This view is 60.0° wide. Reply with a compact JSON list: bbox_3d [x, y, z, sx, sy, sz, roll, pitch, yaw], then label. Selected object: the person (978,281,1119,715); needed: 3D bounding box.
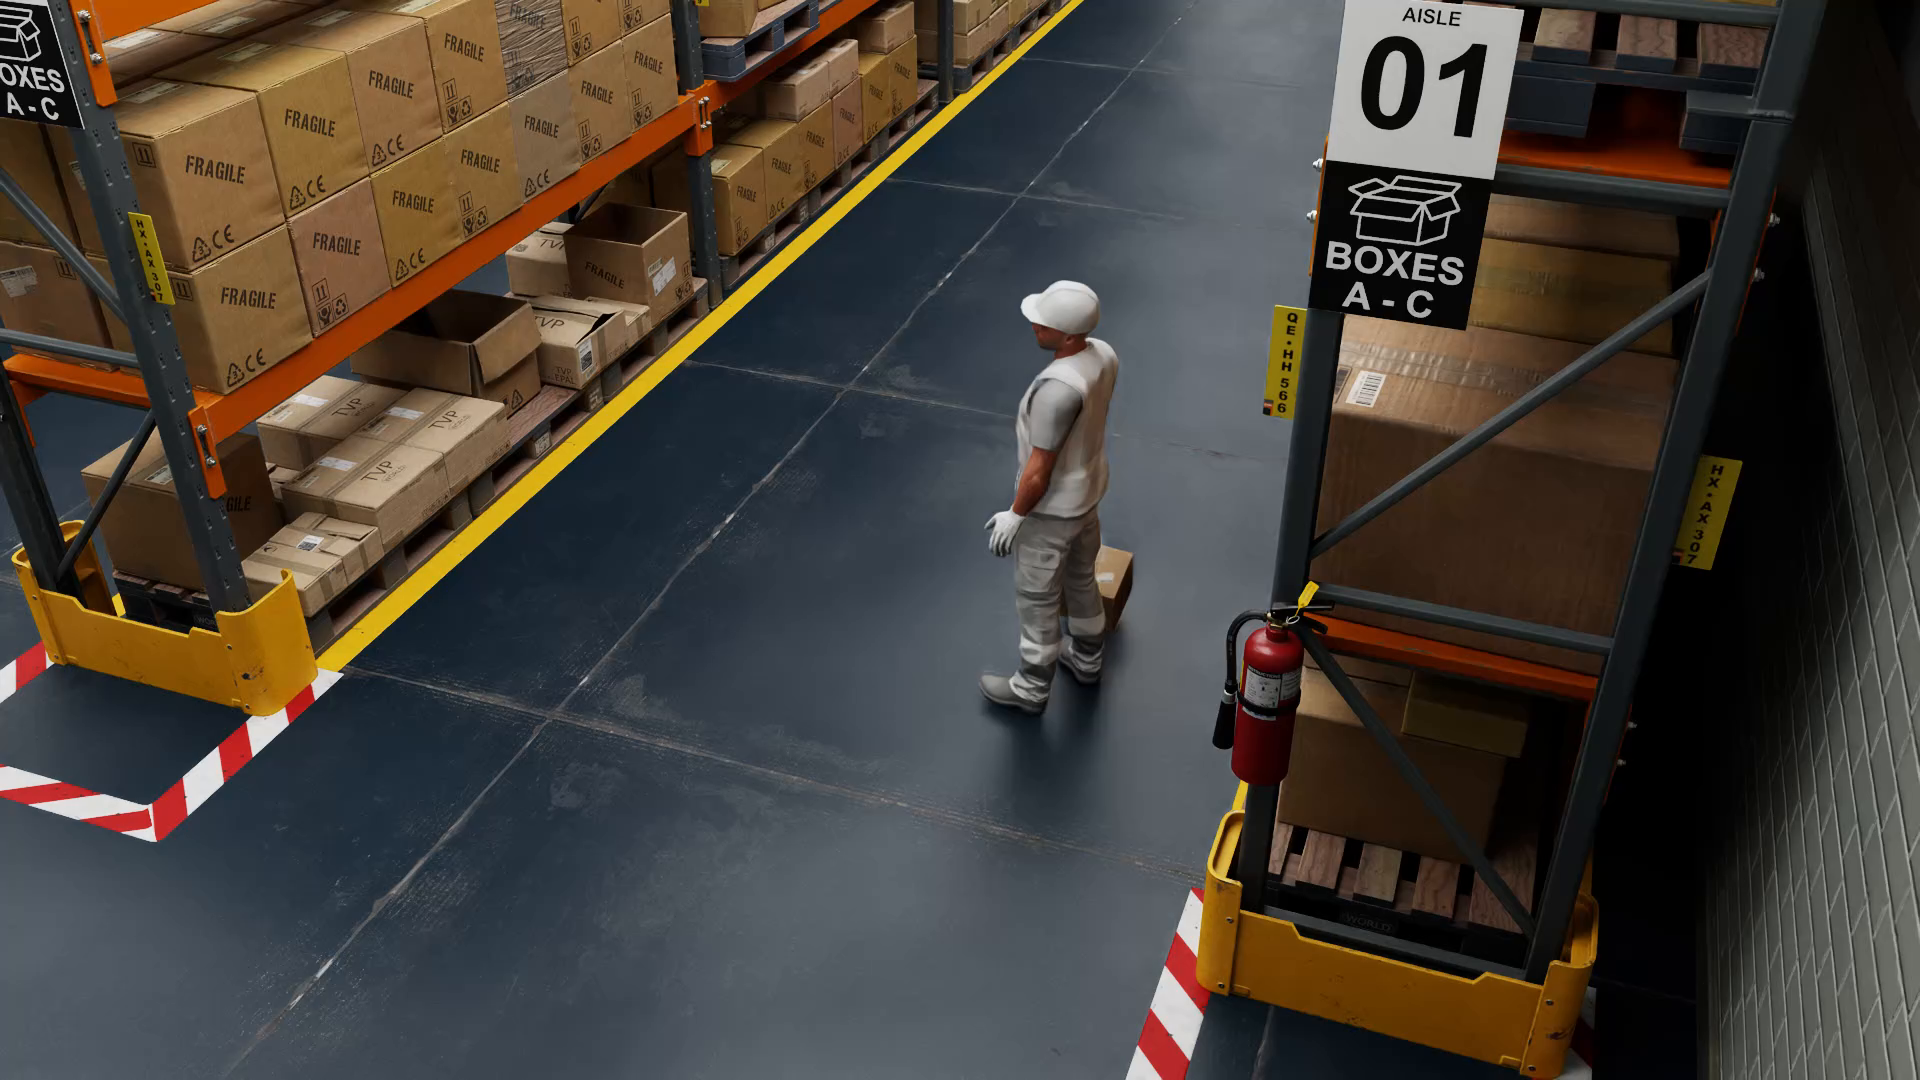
[{"bbox_3d":[0.333,-0.153,6.302,0.423,1.786,0.623,16,36,24],"label":"person"}]
